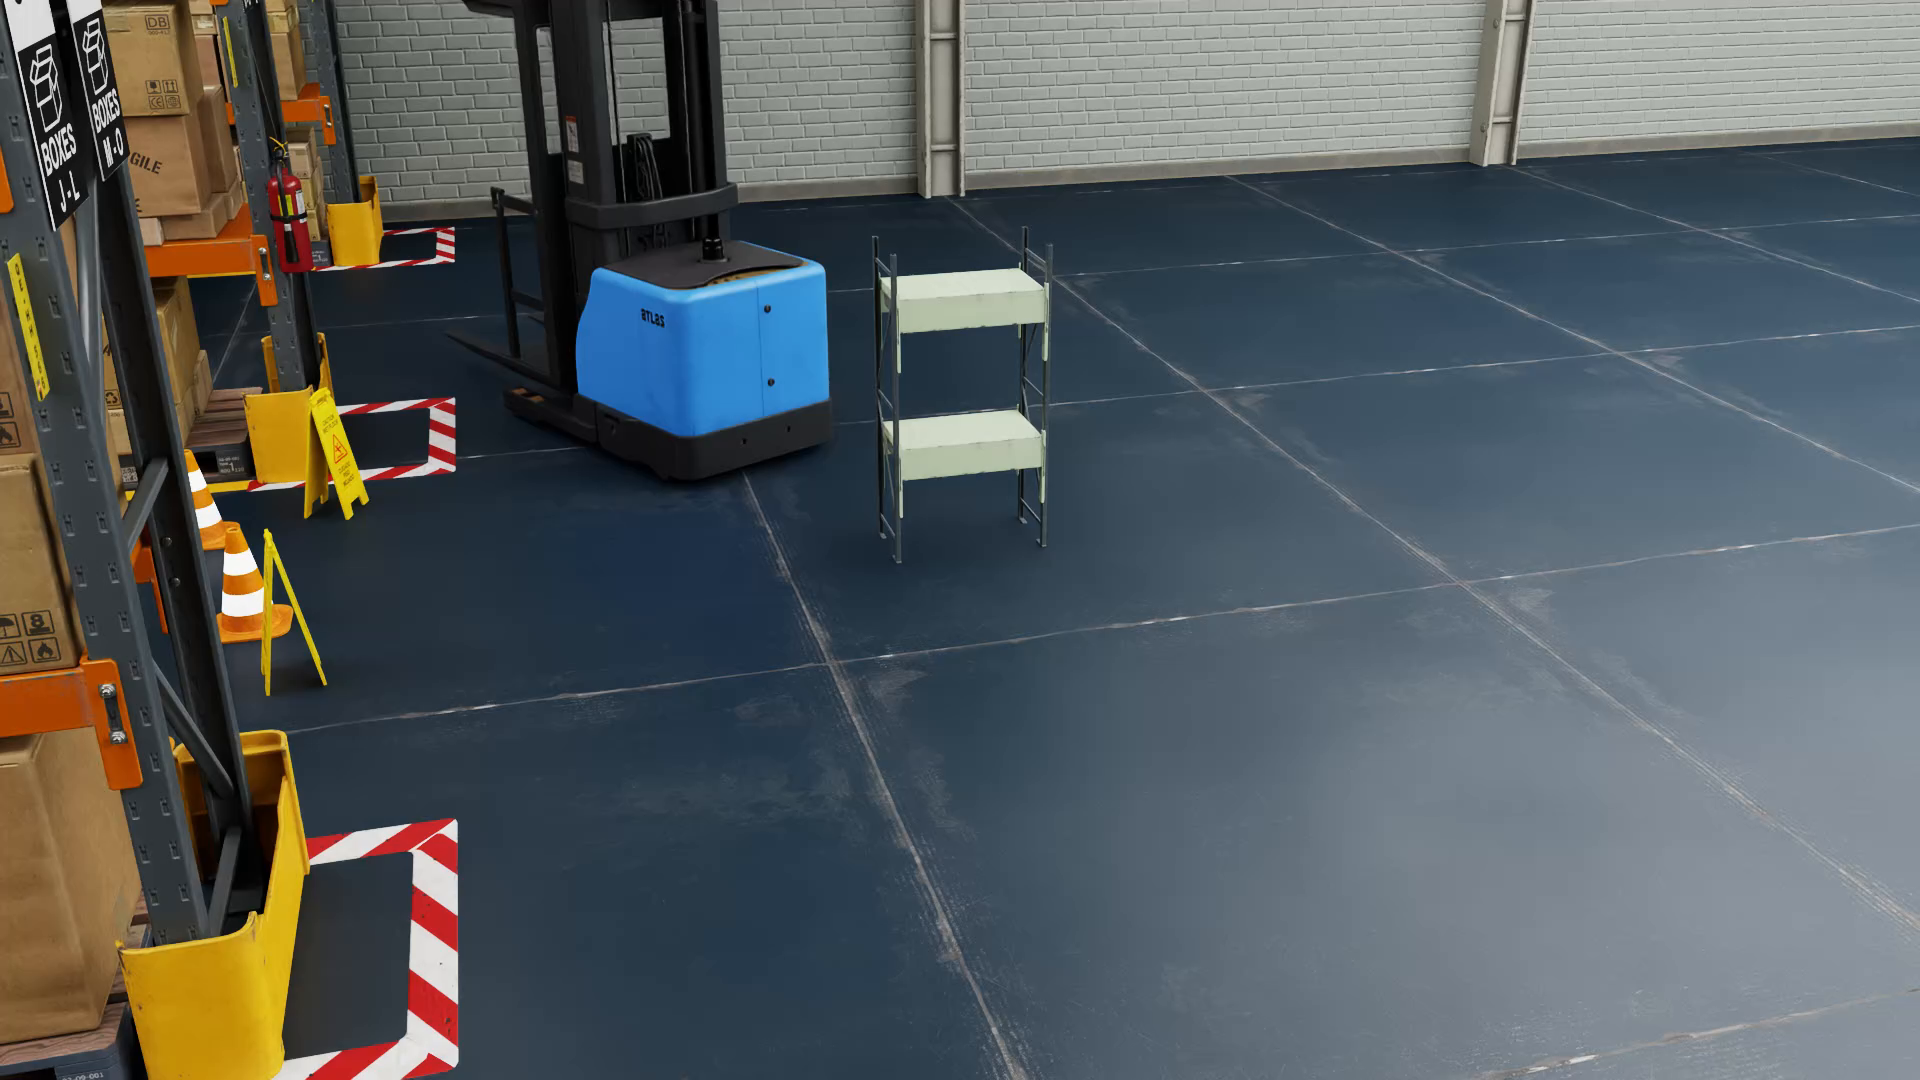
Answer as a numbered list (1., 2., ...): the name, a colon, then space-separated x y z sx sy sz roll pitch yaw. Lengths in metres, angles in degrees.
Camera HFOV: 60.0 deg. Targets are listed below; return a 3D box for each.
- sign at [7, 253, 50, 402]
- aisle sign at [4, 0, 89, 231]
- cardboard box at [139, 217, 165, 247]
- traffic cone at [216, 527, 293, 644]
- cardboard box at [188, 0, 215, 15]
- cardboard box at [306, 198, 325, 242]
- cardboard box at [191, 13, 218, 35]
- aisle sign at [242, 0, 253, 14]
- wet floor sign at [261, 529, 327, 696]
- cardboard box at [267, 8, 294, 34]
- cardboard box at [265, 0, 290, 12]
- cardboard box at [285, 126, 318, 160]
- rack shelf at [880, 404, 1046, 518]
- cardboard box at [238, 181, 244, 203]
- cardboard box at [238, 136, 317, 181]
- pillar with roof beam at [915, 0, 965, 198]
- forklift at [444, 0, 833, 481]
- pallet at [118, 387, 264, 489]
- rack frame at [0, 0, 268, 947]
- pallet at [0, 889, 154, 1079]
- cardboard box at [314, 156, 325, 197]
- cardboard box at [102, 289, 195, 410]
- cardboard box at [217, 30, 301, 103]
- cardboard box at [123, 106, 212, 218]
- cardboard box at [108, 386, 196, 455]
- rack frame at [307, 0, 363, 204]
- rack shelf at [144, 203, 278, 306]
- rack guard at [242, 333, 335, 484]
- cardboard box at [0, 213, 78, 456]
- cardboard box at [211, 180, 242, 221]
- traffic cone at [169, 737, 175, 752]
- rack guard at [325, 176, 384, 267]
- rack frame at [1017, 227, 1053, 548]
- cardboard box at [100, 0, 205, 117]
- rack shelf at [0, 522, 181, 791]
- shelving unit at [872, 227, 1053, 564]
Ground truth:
1. sign: -2.133 -0.486 3.811 0.005 0.325 0.100 -6 24 -14
2. aisle sign: -2.116 -1.141 3.809 0.004 0.787 0.394 -6 24 -14
3. cardboard box: -4.216 -1.616 8.530 0.250 0.149 0.380 -7 24 -15
4. traffic cone: -3.138 0.165 7.278 0.334 0.463 0.336 -6 24 -14
5. cardboard box: -5.806 -4.092 12.656 0.250 0.149 0.380 -6 24 -13
6. cardboard box: -5.412 -2.565 13.378 0.500 0.250 0.500 -6 24 -14
7. cardboard box: -5.807 -3.963 12.733 0.250 0.149 0.380 -6 24 -13
8. aisle sign: -3.562 -3.013 8.170 0.004 0.787 0.394 -6 24 -14
9. wet floor sign: -2.773 0.274 6.793 0.232 0.644 0.267 -11 25 -23
10. cardboard box: -5.303 -4.006 12.833 0.250 0.149 0.380 -6 24 -14
11. cardboard box: -5.332 -4.168 12.833 0.250 0.149 0.380 -6 24 -14
12. cardboard box: -5.558 -3.215 13.625 0.500 0.250 0.500 -7 24 -15
13. rack shelf: 0.006 -0.390 8.084 0.720 0.370 0.431 -6 24 -14
14. cardboard box: -5.915 -2.745 13.163 0.500 0.250 0.500 -7 24 -15
15. cardboard box: -5.404 -3.027 13.187 0.500 0.250 0.500 -5 24 -13
16. pillar with roof beam: 0.981 -5.835 10.437 0.400 9.000 9.100 -6 24 -14
17. forklift: -2.091 -2.156 9.559 1.130 2.935 3.031 -20 30 -39
18. pallet: -4.565 -0.559 9.285 1.213 0.211 1.003 -6 24 -14
19. rack frame: -2.266 -0.053 4.569 0.127 3.000 1.000 -6 24 -14
20. pallet: -3.014 1.343 4.851 1.213 0.211 1.003 -6 24 -14
21. cardboard box: -5.553 -2.993 13.743 0.500 0.250 0.500 -6 24 -13
22. cardboard box: -4.401 -1.011 8.806 0.500 0.500 0.500 -6 24 -14
23. cardboard box: -5.447 -3.699 12.941 0.500 0.500 0.500 -7 24 -16
24. cardboard box: -4.148 -1.942 8.467 0.500 0.500 0.500 -7 24 -15
25. cardboard box: -4.429 -0.660 8.939 0.500 0.250 0.500 -6 24 -15
26. rack frame: -5.045 -3.806 13.315 0.127 3.000 1.000 -6 24 -14
27. rack shelf: -5.626 -1.378 8.569 4.000 0.370 1.077 -6 24 -14
28. rack guard: -3.773 -0.765 9.398 0.348 0.500 1.175 -6 24 -14
29. cardboard box: -2.633 -0.593 4.269 0.550 0.550 0.875 -6 24 -14
30. cardboard box: -4.083 -1.848 9.072 0.250 0.149 0.380 -6 24 -14
31. traffic cone: -3.161 0.630 6.194 0.334 0.463 0.336 -6 24 -14
32. rack guard: -5.021 -2.659 13.814 0.348 0.500 1.175 -6 24 -14
33. rack frame: 0.359 -0.729 8.047 0.023 1.500 0.400 -6 24 -14
34. cardboard box: -4.133 -2.426 8.328 0.500 0.500 0.700 -7 24 -16
35. rack shelf: -4.191 0.491 4.215 4.000 0.370 1.077 -6 24 -14
36. shelving unit: 0.006 -0.690 7.956 0.755 1.500 0.431 -6 24 -14
